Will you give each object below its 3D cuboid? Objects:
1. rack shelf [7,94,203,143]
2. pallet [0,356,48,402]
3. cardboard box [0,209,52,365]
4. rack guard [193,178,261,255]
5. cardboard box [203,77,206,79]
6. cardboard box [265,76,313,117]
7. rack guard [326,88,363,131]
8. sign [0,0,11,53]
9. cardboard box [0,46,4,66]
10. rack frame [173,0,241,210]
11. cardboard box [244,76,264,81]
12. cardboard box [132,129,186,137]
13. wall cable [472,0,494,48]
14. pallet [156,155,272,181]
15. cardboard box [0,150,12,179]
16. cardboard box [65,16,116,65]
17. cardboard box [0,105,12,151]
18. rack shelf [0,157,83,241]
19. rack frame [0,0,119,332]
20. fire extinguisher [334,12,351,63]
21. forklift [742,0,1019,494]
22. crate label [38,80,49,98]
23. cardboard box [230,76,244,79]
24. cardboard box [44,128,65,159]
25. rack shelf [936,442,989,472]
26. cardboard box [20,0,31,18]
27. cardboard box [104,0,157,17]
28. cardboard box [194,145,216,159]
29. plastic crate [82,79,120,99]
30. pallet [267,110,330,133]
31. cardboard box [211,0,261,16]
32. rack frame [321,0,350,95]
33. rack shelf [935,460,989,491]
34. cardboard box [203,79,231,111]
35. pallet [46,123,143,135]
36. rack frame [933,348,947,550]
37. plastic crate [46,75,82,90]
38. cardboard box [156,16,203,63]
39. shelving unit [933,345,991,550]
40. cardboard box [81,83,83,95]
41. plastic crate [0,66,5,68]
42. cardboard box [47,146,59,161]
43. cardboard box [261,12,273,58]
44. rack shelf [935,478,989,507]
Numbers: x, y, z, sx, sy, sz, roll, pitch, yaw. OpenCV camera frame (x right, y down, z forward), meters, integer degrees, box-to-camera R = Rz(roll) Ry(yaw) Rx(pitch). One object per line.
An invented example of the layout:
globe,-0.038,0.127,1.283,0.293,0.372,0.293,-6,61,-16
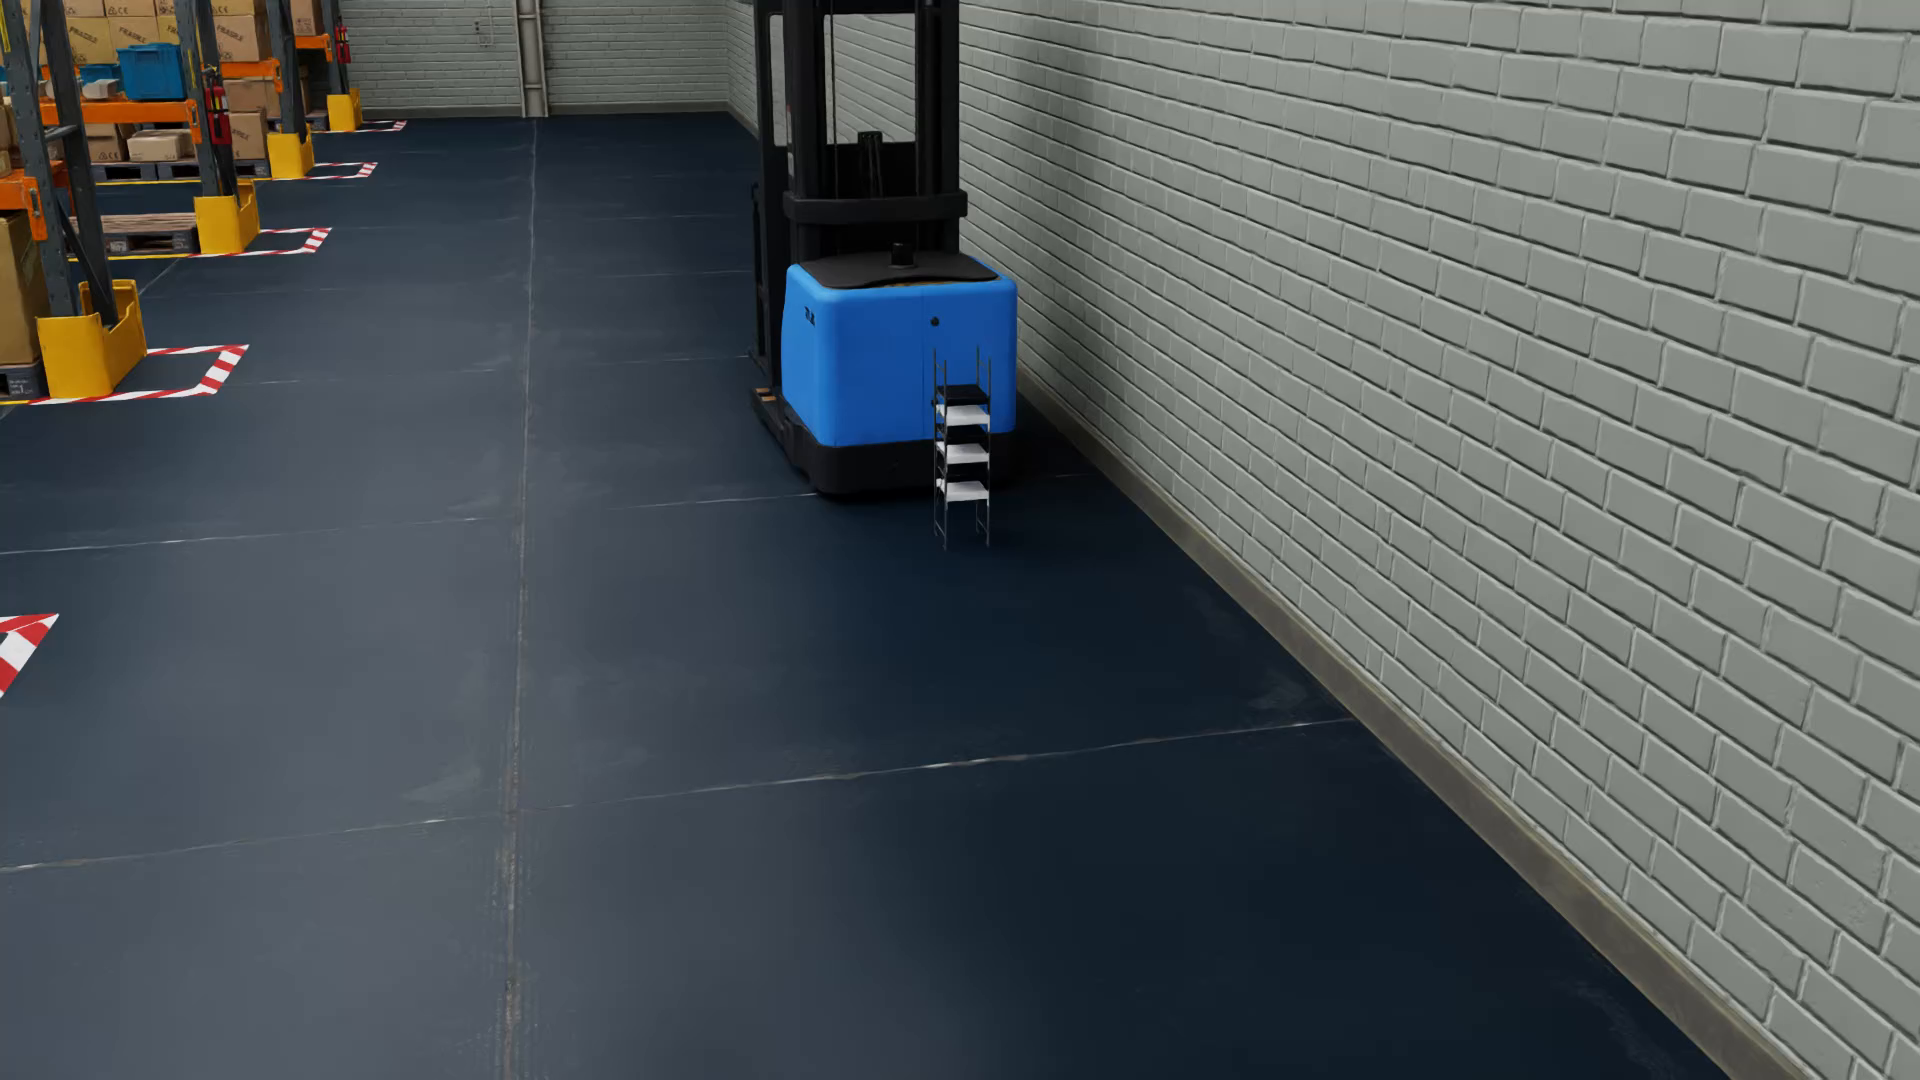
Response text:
rack shelf,-8.648,-3.635,14.423,4.000,0.370,1.077,-5,21,-12
pallet,-6.322,-1.075,10.441,1.213,0.211,1.003,-5,21,-12
cardboard box,-6.166,-1.596,10.288,0.875,0.875,0.875,-5,21,-12
rack guard,-6.681,-2.964,15.179,0.348,0.500,1.175,-5,21,-12
cardboard box,-10.797,-6.663,23.722,0.250,0.149,0.380,-4,21,-12
cardboard box,-9.639,-6.382,23.900,0.500,0.500,0.700,-5,21,-12
rack guard,-8.958,-6.276,24.220,0.348,0.500,1.175,-5,21,-12
sign,-5.450,-2.946,9.467,0.005,0.325,0.100,-5,21,-12
cardboard box,-10.674,-5.511,18.352,0.500,0.500,0.500,-4,21,-12
rack frame,-6.701,-4.131,14.732,0.127,3.000,1.000,-5,21,-12
cardboard box,-9.971,-6.595,23.538,0.250,0.149,0.380,-4,21,-11
cardboard box,-9.405,-4.678,19.582,0.500,0.250,0.500,-5,21,-12
wall cable,-7.953,-8.343,24.751,1.851,1.984,0.084,-5,21,-12
pallet,-8.687,-4.411,19.549,1.213,0.211,1.003,-5,21,-12
cardboard box,-5.832,-2.217,9.871,0.250,0.149,0.380,-4,21,-11
cardboard box,-9.692,-5.590,18.569,0.500,0.500,0.500,-5,21,-13
cardboard box,-5.972,-2.415,9.833,0.500,0.250,0.500,-5,21,-13
rack shelf,-7.508,-1.977,9.897,4.000,0.370,1.077,-5,21,-12
rack frame,-5.562,-2.473,10.206,0.127,3.000,1.000,-5,21,-12
fire extinguisher,-8.728,-7.094,23.473,0.183,0.674,0.296,-5,21,-12
forklift,-0.609,-2.079,9.228,1.130,2.935,3.031,-6,21,-16
crate label,-8.004,-3.862,14.293,0.243,0.136,0.396,-5,21,-12
cardboard box,-10.300,-6.704,23.834,0.250,0.149,0.380,-4,21,-12
cardboard box,-10.511,-4.617,19.326,0.500,0.311,0.500,-5,21,-12
rack shelf,0.008,-0.392,7.673,0.200,0.077,0.258,-5,21,-12
cardboard box,-10.205,-6.014,18.273,0.500,0.500,0.500,-5,21,-14
cardboard box,-9.202,-6.096,18.496,0.500,0.500,0.500,-4,21,-11
cardboard box,-8.725,-4.538,19.323,0.250,0.166,0.380,-5,21,-12
plastic crate,-7.453,-3.911,14.425,0.243,0.136,0.396,-5,21,-12
pallet,-9.741,-6.049,24.020,1.213,0.211,1.003,-5,21,-12
cardboard box,-8.207,-6.179,18.722,0.500,0.500,0.500,-5,21,-13
rack frame,-8.981,-7.448,23.785,0.127,3.000,1.000,-5,21,-12
rack shelf,0.008,-0.307,7.704,0.200,0.077,0.258,-5,21,-12
cardboard box,-10.616,-6.302,23.682,0.500,0.500,0.700,-5,21,-14
pallet,-12.116,-5.856,23.493,1.213,0.211,1.003,-5,21,-12
rack frame,-0.091,-0.415,7.640,0.006,0.900,0.240,-5,21,-12
plastic crate,-8.009,-4.075,14.874,0.298,0.136,0.250,-5,21,-12
cardboard box,-8.715,-5.668,18.781,0.500,0.500,0.500,-4,21,-12
shelving unit,0.008,-0.423,7.662,0.210,0.900,0.258,-5,21,-12
cardboard box,-12.122,-6.179,23.346,0.500,0.500,0.700,-4,21,-12
plastic crate,-8.591,-4.044,14.648,0.300,0.233,0.416,-5,21,-12
cardboard box,-10.433,-4.382,18.895,0.250,0.166,0.380,-5,21,-12
cardboard box,-8.330,-5.890,19.387,0.500,0.500,0.500,-4,21,-11
rack shelf,0.008,-0.223,7.735,0.200,0.077,0.258,-5,21,-12
